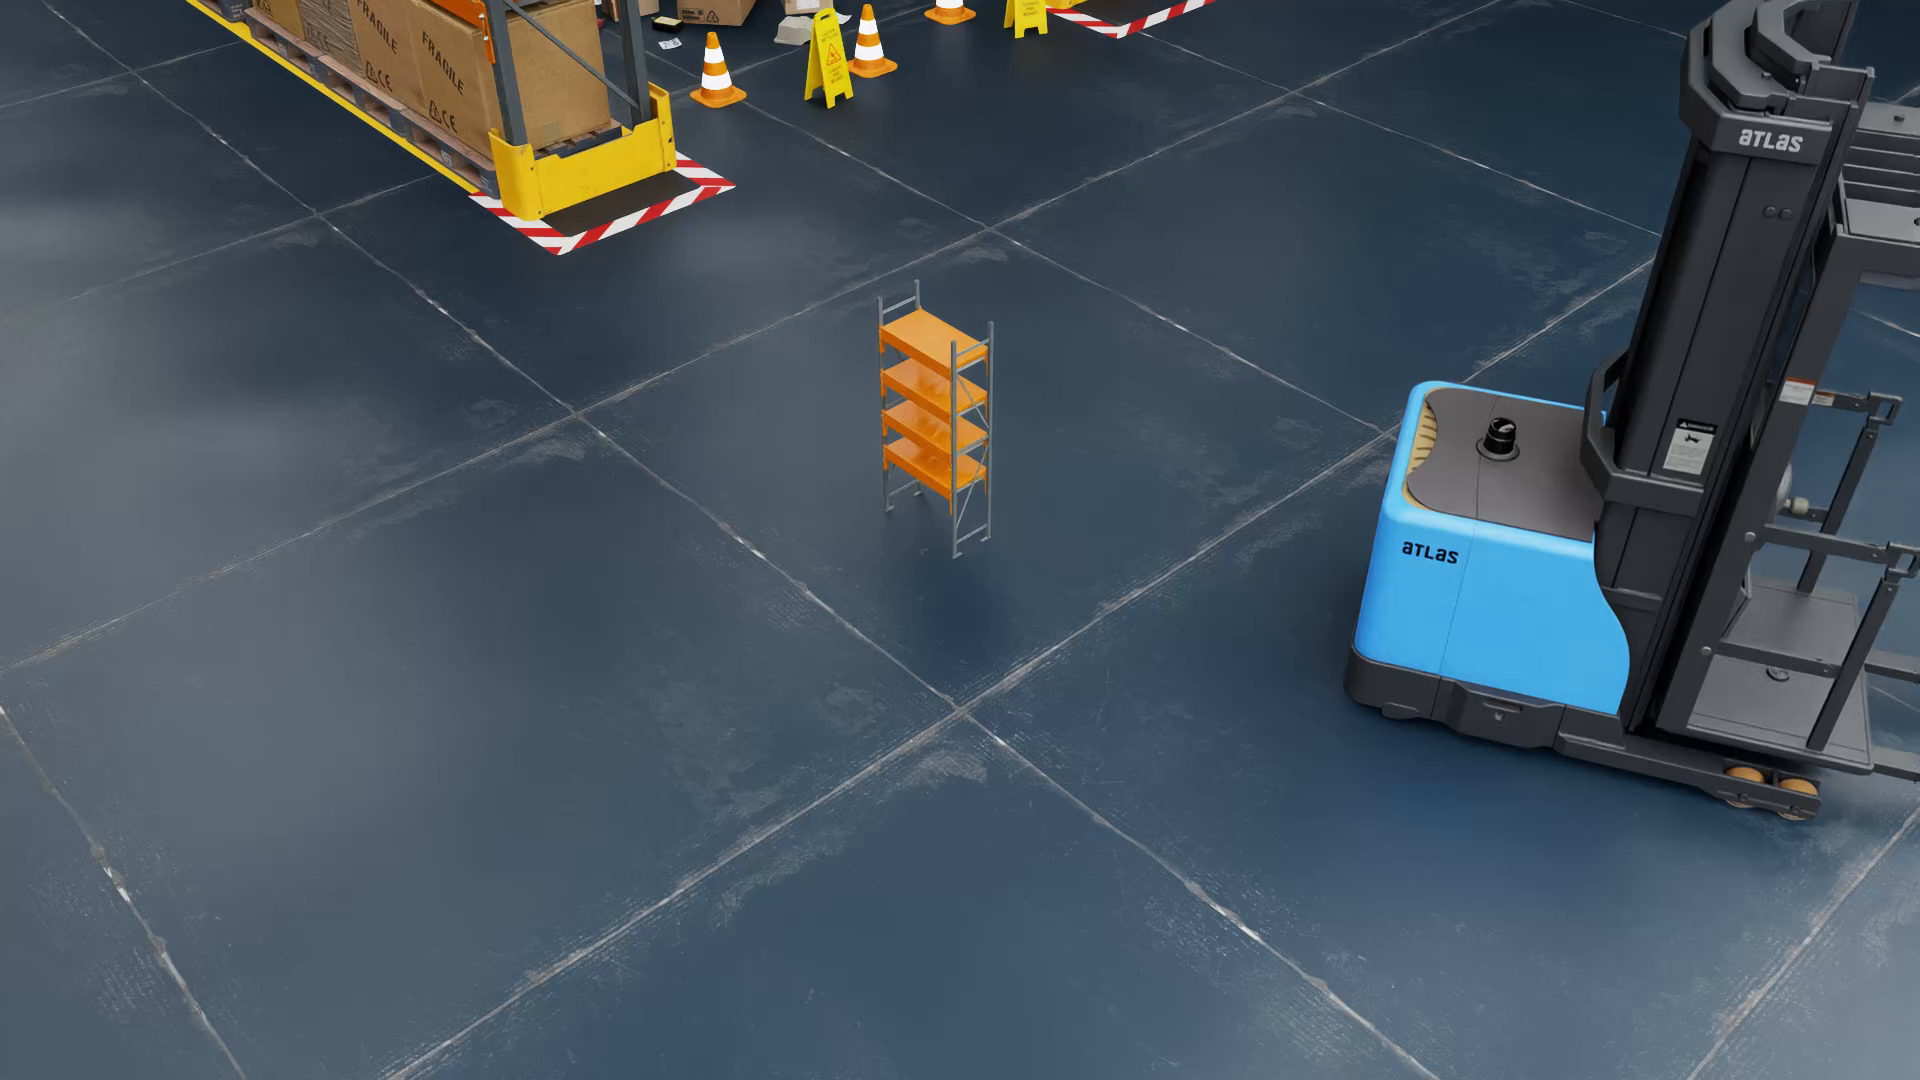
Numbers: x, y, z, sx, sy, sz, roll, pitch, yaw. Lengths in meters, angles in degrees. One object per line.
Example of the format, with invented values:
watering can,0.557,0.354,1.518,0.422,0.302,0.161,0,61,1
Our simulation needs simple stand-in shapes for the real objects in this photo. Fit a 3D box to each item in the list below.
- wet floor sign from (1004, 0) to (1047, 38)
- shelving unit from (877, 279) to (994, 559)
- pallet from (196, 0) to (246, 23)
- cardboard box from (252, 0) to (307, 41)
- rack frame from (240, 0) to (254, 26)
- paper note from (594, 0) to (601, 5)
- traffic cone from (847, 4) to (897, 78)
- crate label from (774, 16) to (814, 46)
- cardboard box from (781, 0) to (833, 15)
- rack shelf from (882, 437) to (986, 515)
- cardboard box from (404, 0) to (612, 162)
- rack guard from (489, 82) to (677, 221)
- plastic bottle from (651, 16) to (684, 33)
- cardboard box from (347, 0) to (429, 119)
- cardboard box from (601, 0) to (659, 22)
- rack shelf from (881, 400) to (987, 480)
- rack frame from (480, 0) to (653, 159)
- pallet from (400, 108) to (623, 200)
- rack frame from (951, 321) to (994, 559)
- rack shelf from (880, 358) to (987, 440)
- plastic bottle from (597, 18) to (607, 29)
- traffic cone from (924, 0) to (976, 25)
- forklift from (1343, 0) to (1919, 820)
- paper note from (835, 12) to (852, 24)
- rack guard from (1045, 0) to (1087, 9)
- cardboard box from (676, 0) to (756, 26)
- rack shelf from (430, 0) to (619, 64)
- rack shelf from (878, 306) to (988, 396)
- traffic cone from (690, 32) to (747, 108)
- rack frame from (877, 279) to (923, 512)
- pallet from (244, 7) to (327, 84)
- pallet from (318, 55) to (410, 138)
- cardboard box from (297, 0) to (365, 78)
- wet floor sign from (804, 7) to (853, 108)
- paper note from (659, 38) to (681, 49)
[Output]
wet floor sign,0.505,-4.181,12.621,0.267,0.644,0.232,-15,41,-17
shelving unit,-0.112,-0.543,7.676,0.258,1.200,0.503,-30,48,-32
pallet,-5.696,-4.581,13.462,1.003,0.211,1.213,-30,48,-32
cardboard box,-4.745,-4.357,12.322,0.875,0.875,0.875,-29,47,-31
rack frame,-5.119,-5.341,12.183,1.000,3.000,0.127,-30,48,-32
paper note,-2.853,-4.332,13.303,0.172,0.023,0.155,-15,41,-17
traffic cone,-0.664,-3.675,12.139,0.336,0.463,0.334,-30,48,-32
crate label,-1.242,-3.885,12.660,0.298,0.136,0.250,11,40,13
cardboard box,-1.210,-4.279,13.137,0.380,0.149,0.250,-8,40,-10
rack shelf,-0.112,-0.337,7.843,0.258,0.148,0.480,-30,48,-32
cardboard box,-2.921,-3.112,10.780,0.875,0.875,0.875,-30,47,-32
rack guard,-2.397,-2.506,10.663,1.175,0.500,0.348,-30,48,-32
plastic bottle,-2.283,-3.986,12.845,0.283,0.061,0.133,18,42,21
cardboard box,-3.518,-3.518,11.284,0.875,0.875,0.875,-31,48,-32
cardboard box,-2.600,-4.264,13.026,0.396,0.266,0.258,-22,44,-25
rack shelf,-0.112,-0.491,7.718,0.258,0.148,0.480,-30,48,-32
rack frame,-2.414,-3.489,9.891,1.000,3.000,0.127,-30,48,-32
pallet,-3.012,-2.741,11.184,1.003,0.211,1.213,-30,48,-32
rack frame,0.053,-0.430,7.536,0.240,1.200,0.015,-30,48,-32
rack shelf,-0.112,-0.665,7.577,0.258,0.148,0.480,-30,48,-32
plastic bottle,-2.853,-3.969,12.823,0.133,0.061,0.283,18,42,21
traffic cone,-0.077,-4.304,12.918,0.336,0.463,0.334,-30,48,-32
forklift,3.201,-0.410,6.133,3.031,2.935,1.130,13,41,15
paper note,-0.941,-4.076,12.981,0.142,0.019,0.148,18,42,21
rack guard,1.113,-4.702,13.382,1.175,0.500,0.348,-30,48,-32
cardboard box,-1.889,-4.406,13.012,0.637,0.503,0.797,5,39,6
rack shelf,-3.766,-4.135,11.263,1.077,0.370,4.000,-30,48,-32
rack shelf,-0.112,-0.849,7.429,0.258,0.148,0.480,-30,48,-32
traffic cone,-1.727,-3.352,11.740,0.336,0.463,0.334,-30,48,-32
rack frame,-0.277,-0.656,7.816,0.240,1.200,0.015,-30,48,-32
pallet,-4.662,-3.871,12.582,1.003,0.211,1.213,-30,48,-32
pallet,-3.833,-3.306,11.883,1.003,0.211,1.213,-30,48,-32
cardboard box,-4.133,-3.941,11.807,0.875,0.875,0.875,-30,47,-31
wet floor sign,-0.936,-3.402,11.656,0.232,0.644,0.267,26,45,28
paper note,-2.195,-3.762,12.592,0.144,0.017,0.142,-15,41,-17
